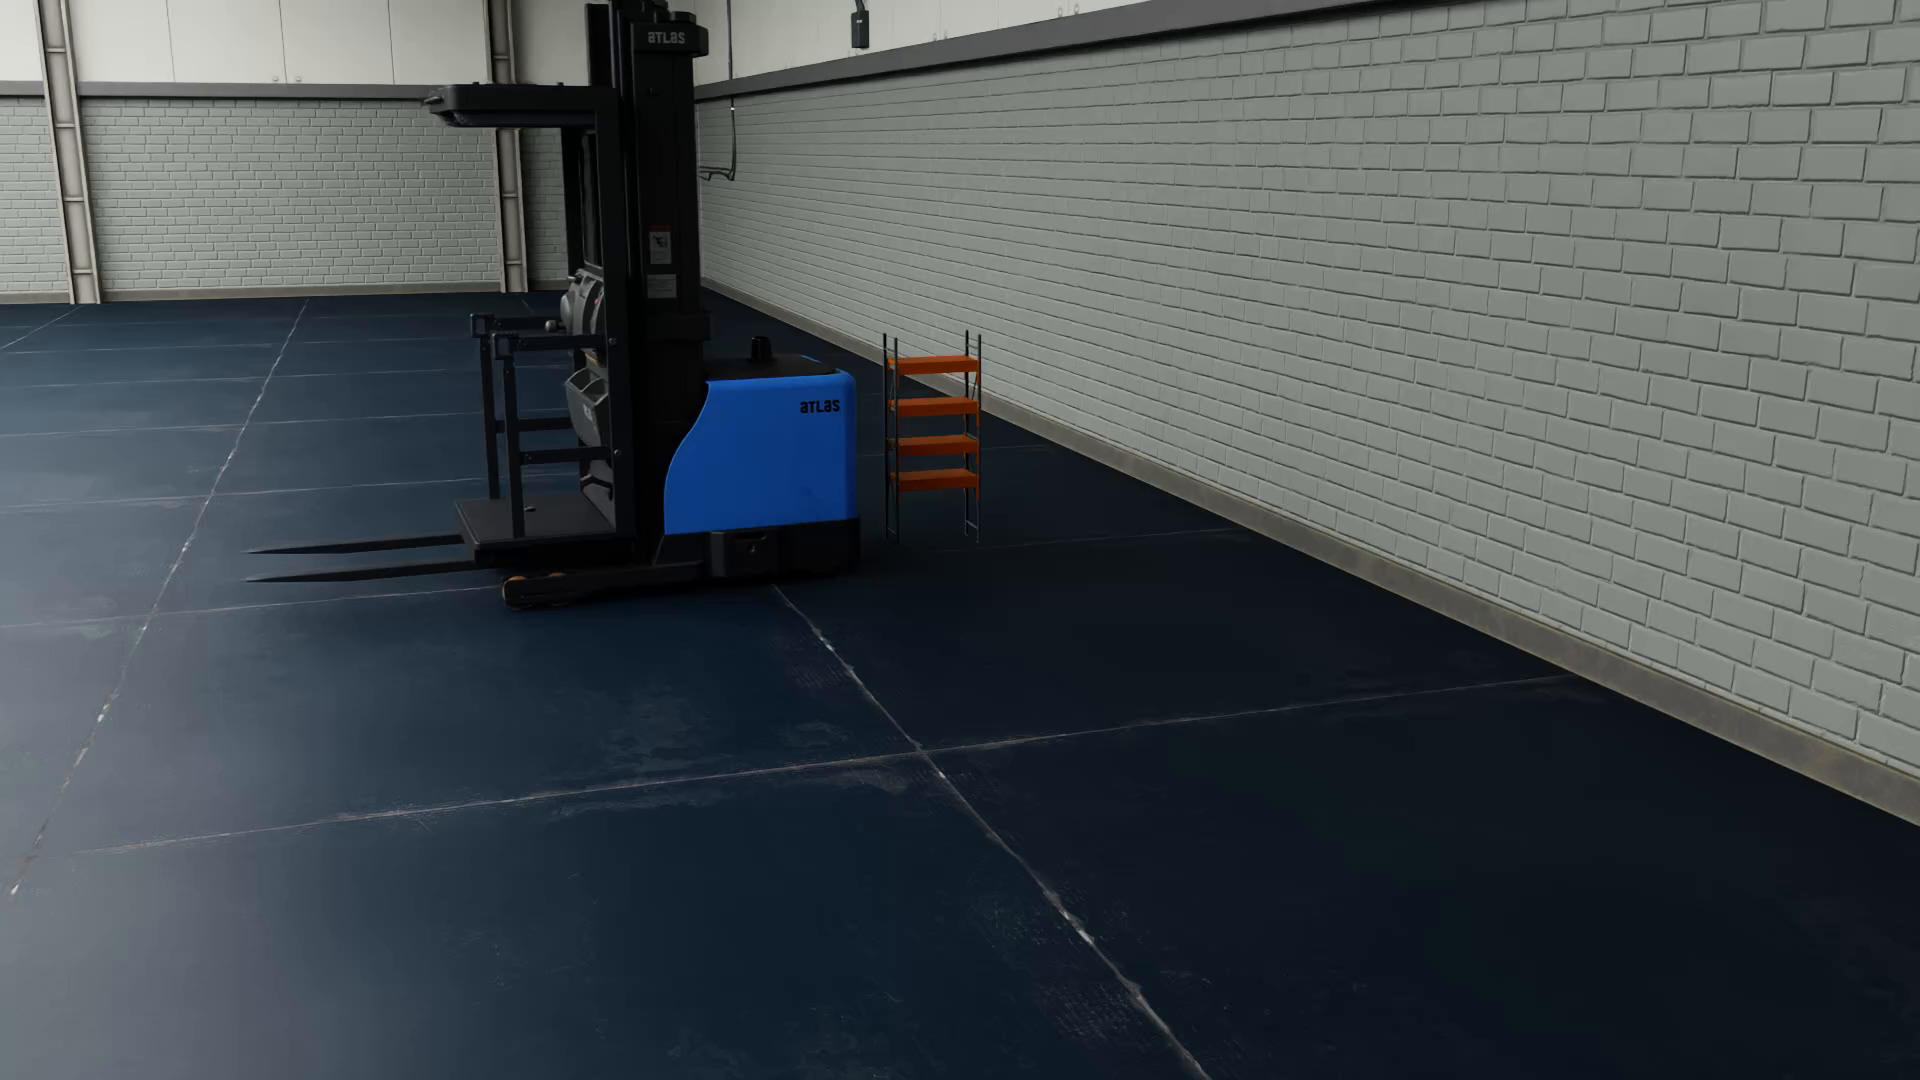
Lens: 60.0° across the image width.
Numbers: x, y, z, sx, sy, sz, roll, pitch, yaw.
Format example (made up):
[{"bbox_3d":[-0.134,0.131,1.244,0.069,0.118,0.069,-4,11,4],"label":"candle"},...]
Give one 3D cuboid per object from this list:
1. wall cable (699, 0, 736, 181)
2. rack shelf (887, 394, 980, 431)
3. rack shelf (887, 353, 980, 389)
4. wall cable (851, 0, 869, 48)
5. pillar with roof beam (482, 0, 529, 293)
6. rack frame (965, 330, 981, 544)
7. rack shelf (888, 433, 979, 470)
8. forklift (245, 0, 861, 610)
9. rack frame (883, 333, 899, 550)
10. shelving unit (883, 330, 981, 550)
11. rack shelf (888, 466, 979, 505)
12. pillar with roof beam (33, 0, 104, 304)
[{"bbox_3d":[-3.732,-6.670,24.947,0.112,2.526,3.097,-4,14,-18],"label":"wall cable"},{"bbox_3d":[-0.157,-0.724,9.416,0.480,0.148,0.258,-4,14,-18],"label":"rack shelf"},{"bbox_3d":[-0.157,-0.954,9.362,0.480,0.148,0.258,-4,14,-18],"label":"rack shelf"},{"bbox_3d":[-0.719,-7.752,15.436,0.169,6.003,2.305,-4,14,-18],"label":"wall cable"},{"bbox_3d":[-5.573,-7.309,20.923,0.400,9.000,9.100,-4,14,-18],"label":"pillar with roof beam"},{"bbox_3d":[0.074,-0.590,9.528,0.015,1.200,0.240,-4,14,-18],"label":"rack frame"},{"bbox_3d":[-0.157,-0.506,9.468,0.480,0.148,0.258,-4,14,-18],"label":"rack shelf"},{"bbox_3d":[-2.100,-1.219,8.434,3.031,2.935,1.130,-5,14,-21],"label":"forklift"},{"bbox_3d":[-0.388,-0.553,9.377,0.015,1.200,0.240,-4,14,-18],"label":"rack frame"},{"bbox_3d":[-0.157,-0.572,9.453,0.503,1.200,0.258,-4,14,-18],"label":"shelving unit"},{"bbox_3d":[-0.157,-0.313,9.514,0.480,0.148,0.258,-4,14,-18],"label":"rack shelf"},{"bbox_3d":[-11.259,-6.866,19.062,0.400,9.000,9.100,-4,14,-18],"label":"pillar with roof beam"}]
